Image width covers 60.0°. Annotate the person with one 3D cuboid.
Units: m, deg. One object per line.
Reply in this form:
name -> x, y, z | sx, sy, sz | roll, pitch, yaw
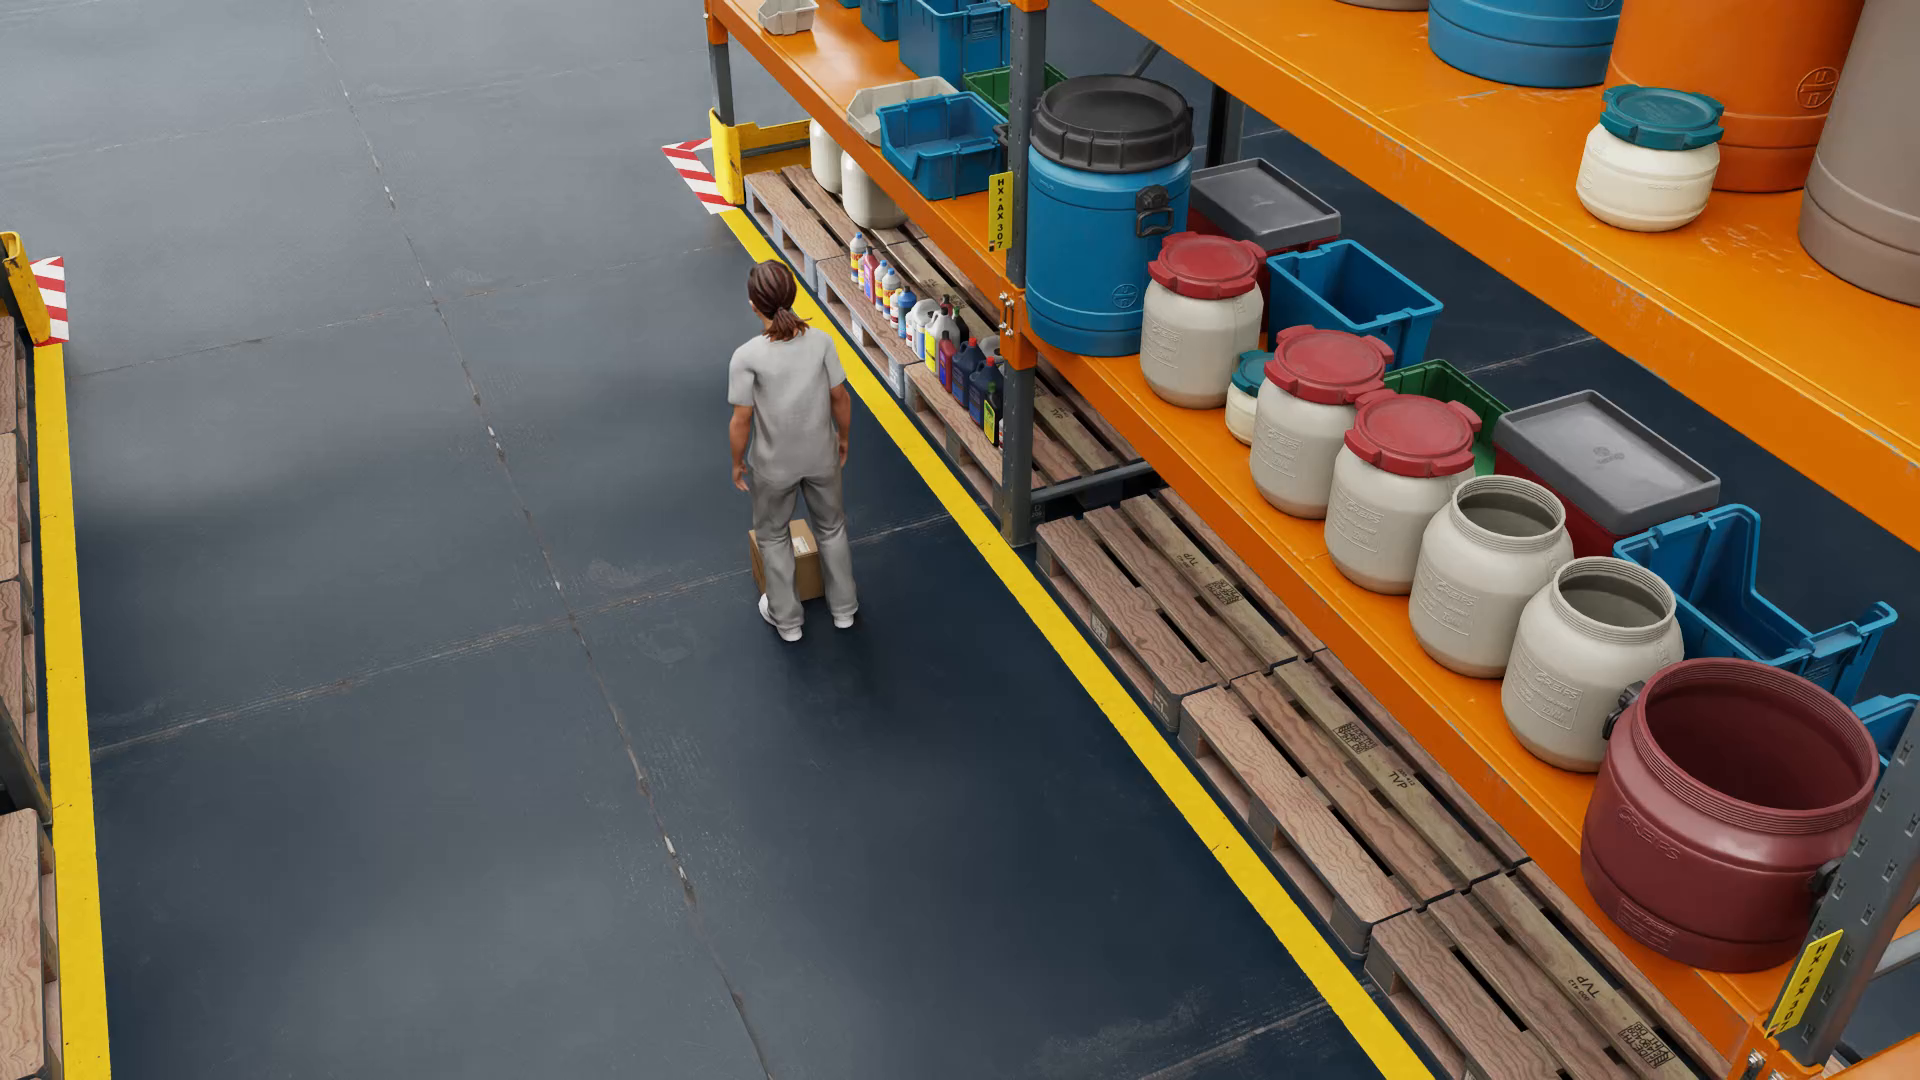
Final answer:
person -> -0.659, -0.325, 6.577 | 0.502, 1.672, 0.354 | -13, 39, -17
